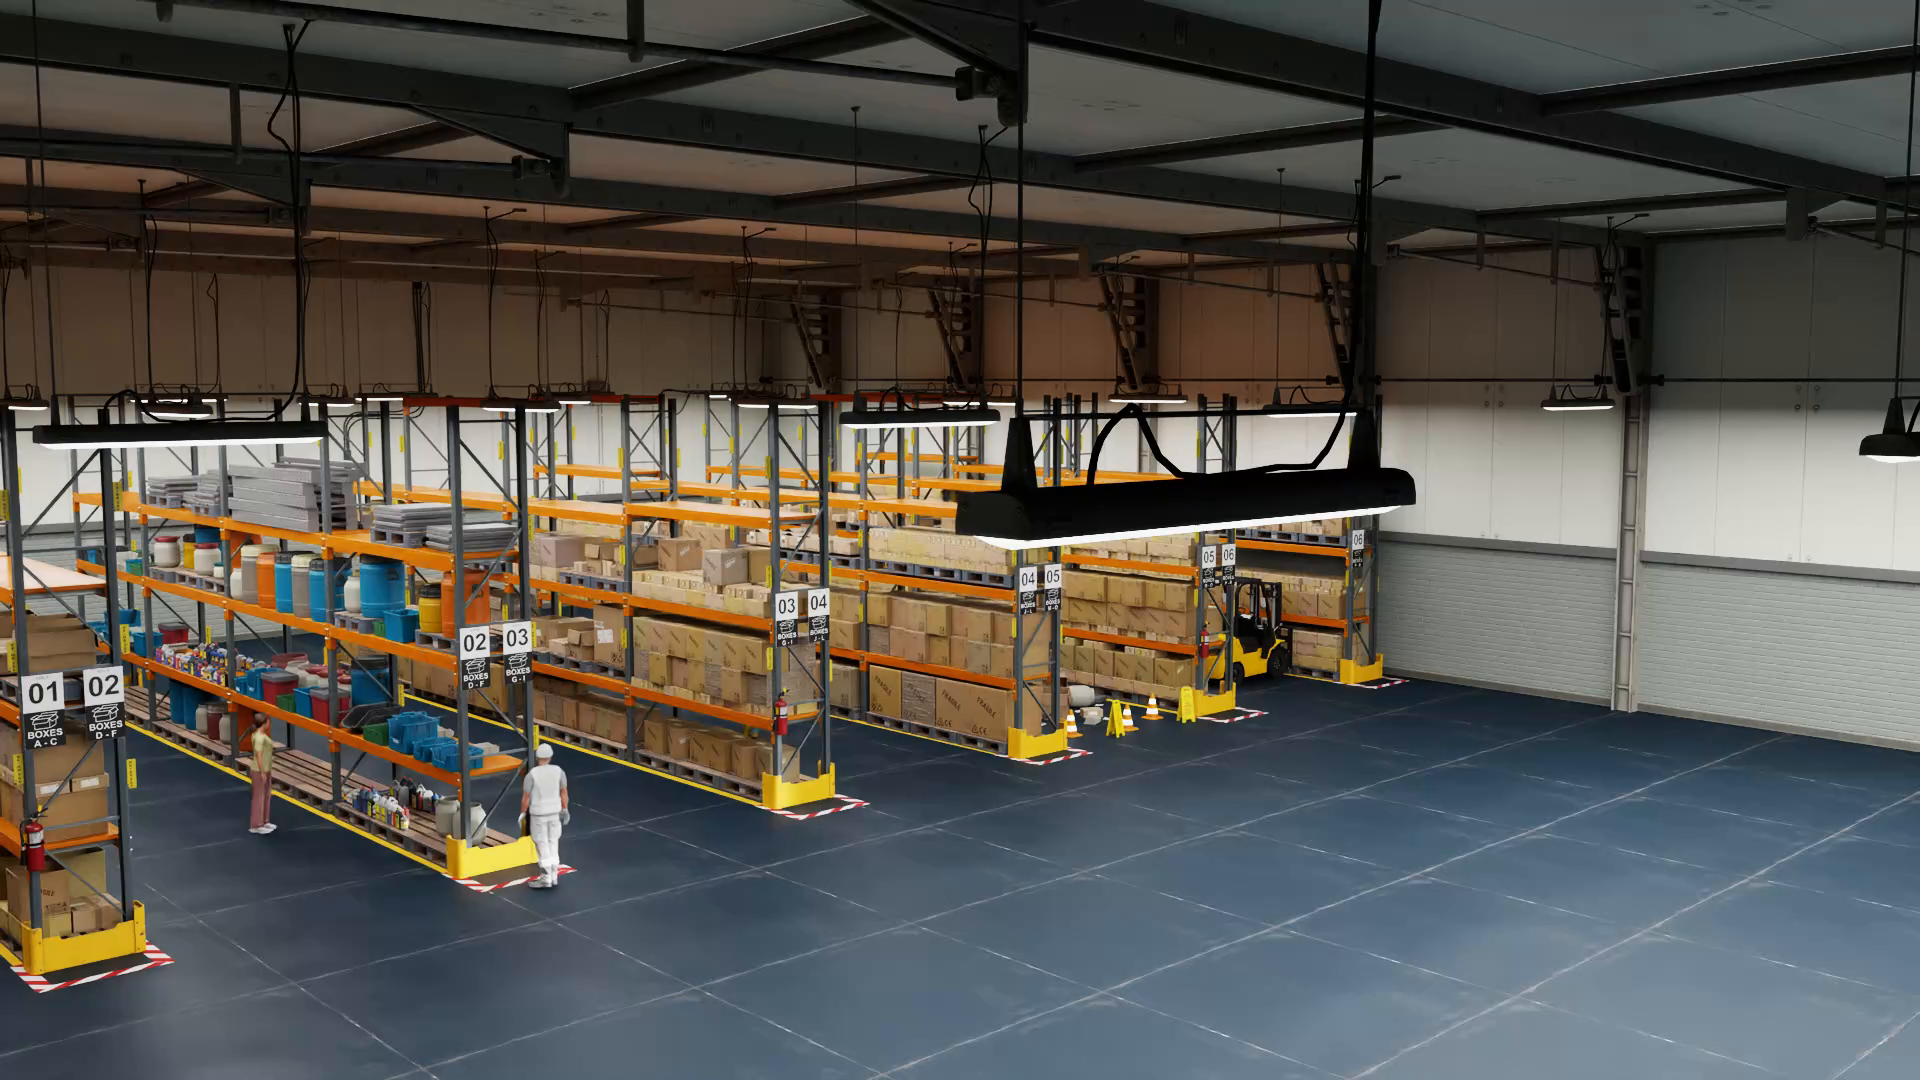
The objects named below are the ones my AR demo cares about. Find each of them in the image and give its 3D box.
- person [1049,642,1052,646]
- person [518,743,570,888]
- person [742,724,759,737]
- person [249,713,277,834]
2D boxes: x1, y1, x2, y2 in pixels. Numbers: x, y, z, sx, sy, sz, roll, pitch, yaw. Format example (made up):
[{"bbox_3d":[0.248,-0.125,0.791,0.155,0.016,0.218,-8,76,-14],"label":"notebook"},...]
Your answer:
[{"bbox_3d":[2.052,1.539,37.575,0.497,1.864,0.610,5,7,39],"label":"person"},{"bbox_3d":[-5.186,3.437,20.765,0.625,1.812,0.386,-4,7,-34],"label":"person"},{"bbox_3d":[-3.677,2.600,29.413,0.593,1.775,0.468,-1,6,-8],"label":"person"},{"bbox_3d":[-9.770,3.247,23.277,0.343,1.686,0.484,-1,6,-11],"label":"person"}]
